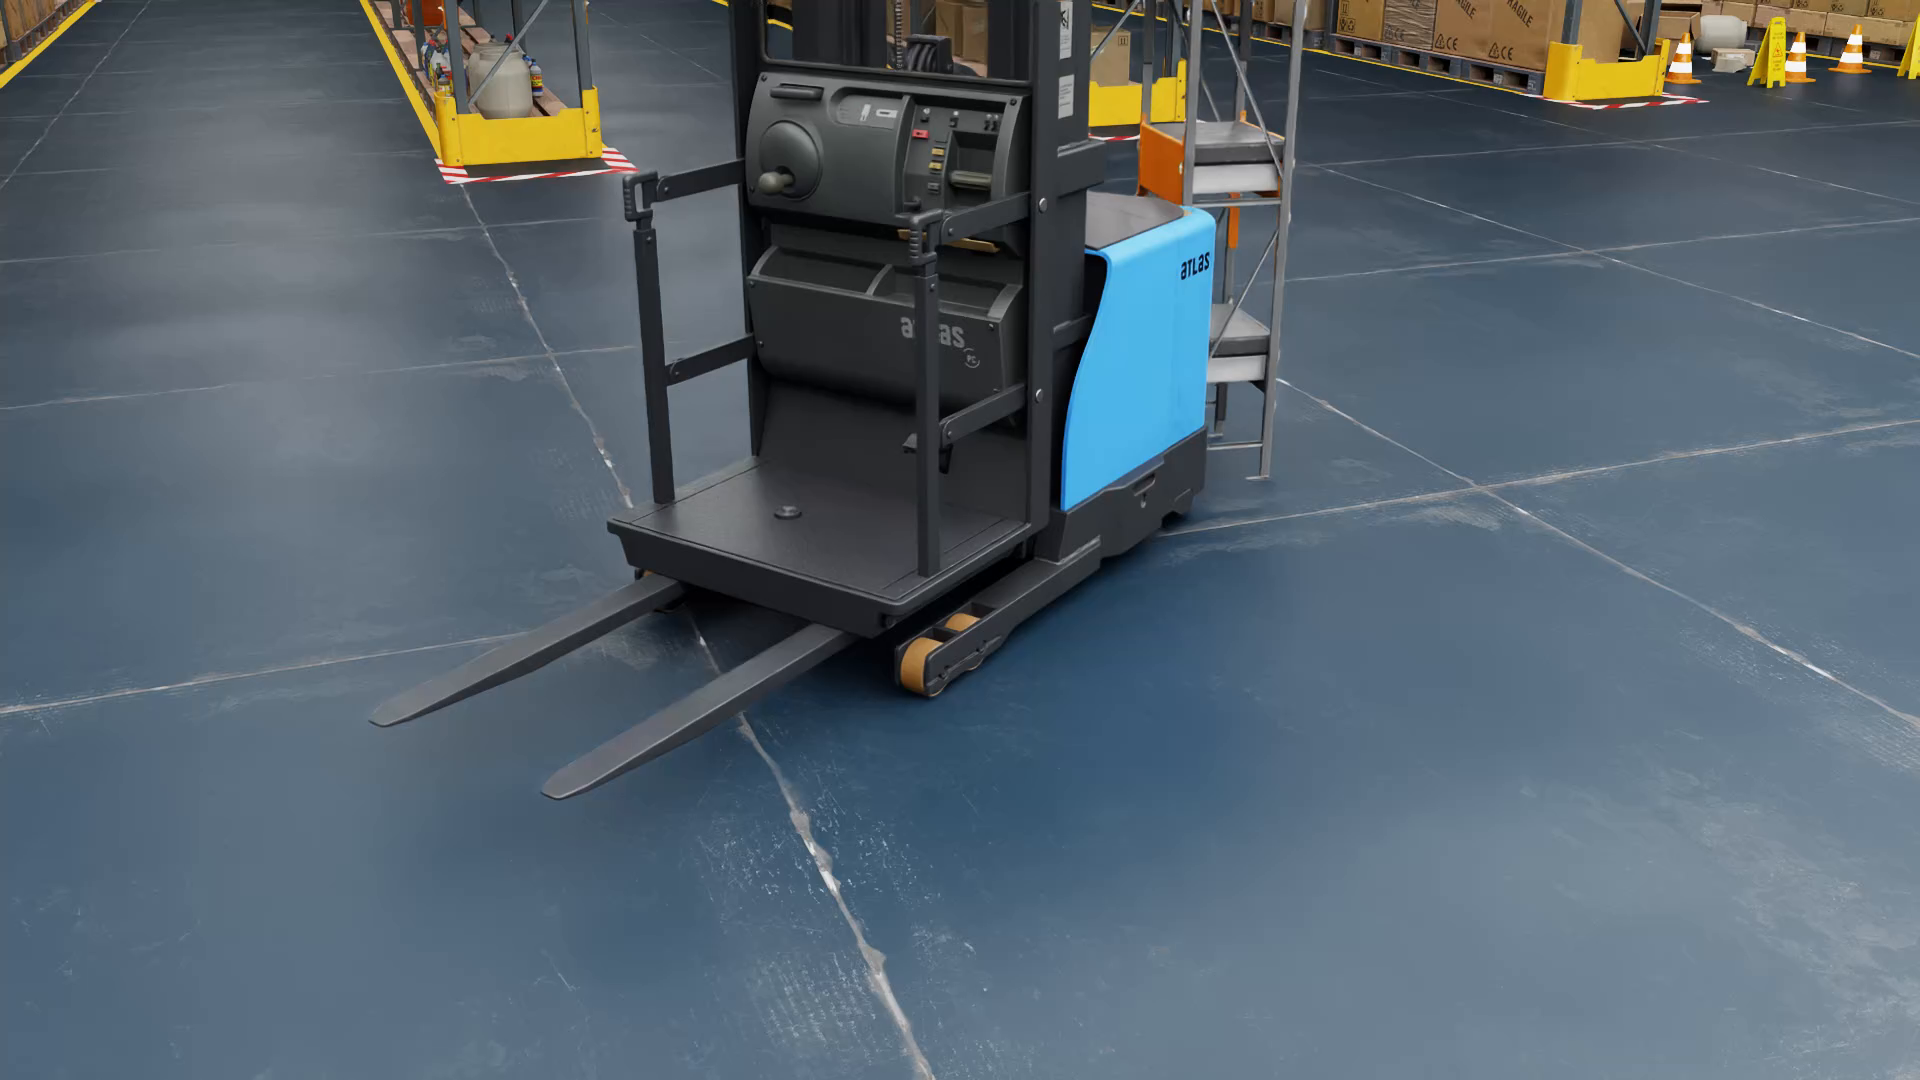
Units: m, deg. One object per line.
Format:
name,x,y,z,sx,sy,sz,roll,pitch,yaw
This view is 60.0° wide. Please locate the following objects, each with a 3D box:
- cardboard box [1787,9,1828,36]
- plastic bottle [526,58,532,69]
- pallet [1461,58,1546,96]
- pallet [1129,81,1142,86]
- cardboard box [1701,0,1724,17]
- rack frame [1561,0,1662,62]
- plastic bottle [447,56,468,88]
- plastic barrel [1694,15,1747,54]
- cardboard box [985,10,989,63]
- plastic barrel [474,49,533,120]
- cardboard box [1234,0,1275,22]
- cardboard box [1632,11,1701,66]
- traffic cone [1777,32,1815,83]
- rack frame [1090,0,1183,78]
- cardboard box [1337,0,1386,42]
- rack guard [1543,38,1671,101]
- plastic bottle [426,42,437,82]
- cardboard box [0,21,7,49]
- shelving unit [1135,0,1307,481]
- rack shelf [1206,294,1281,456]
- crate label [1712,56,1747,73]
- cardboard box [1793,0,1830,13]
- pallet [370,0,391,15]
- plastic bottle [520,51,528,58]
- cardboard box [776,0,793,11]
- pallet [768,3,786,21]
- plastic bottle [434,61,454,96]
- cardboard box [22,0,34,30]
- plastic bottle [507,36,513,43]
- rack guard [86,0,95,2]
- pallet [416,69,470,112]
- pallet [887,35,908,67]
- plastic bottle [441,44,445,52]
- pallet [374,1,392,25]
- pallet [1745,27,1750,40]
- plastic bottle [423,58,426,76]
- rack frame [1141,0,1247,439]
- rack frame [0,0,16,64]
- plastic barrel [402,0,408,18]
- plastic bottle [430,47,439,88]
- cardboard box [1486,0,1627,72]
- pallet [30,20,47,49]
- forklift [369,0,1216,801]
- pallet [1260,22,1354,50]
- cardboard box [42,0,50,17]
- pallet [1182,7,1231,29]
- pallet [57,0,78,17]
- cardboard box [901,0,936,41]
cardboard box,9.751,-5.864,18.801,0.500,0.250,0.500,-9,25,-21
plastic bottle,-3.720,-4.035,14.407,0.097,0.271,0.097,0,23,0
pallet,5.703,-4.581,16.348,1.003,0.211,1.213,-8,24,-19
pallet,1.102,-3.985,14.934,1.003,0.211,1.213,-8,24,-19
cardboard box,9.197,-6.431,20.145,0.500,0.250,0.500,-10,25,-21
rack frame,6.059,-5.587,15.143,1.000,3.000,0.127,-8,24,-19
plastic bottle,-4.420,-4.120,14.604,0.152,0.276,0.135,-8,24,-19
plastic barrel,8.508,-5.658,18.629,0.512,0.421,0.421,8,24,18
cardboard box,0.576,-4.865,16.109,0.500,0.500,0.500,-11,25,-24
plastic barrel,-3.554,-3.539,12.947,0.421,0.512,0.421,0,23,0
cardboard box,4.005,-6.761,20.285,1.050,0.750,0.750,-8,24,-19
cardboard box,7.665,-5.443,18.016,0.637,0.503,0.797,12,26,27
traffic cone,8.377,-4.837,16.630,0.336,0.463,0.334,-8,24,-19
rack frame,1.383,-4.943,13.615,1.000,3.000,0.127,-8,24,-19
cardboard box,4.803,-6.016,18.357,0.875,0.875,0.875,-8,24,-18
rack guard,6.068,-4.426,15.607,1.175,0.500,0.348,-8,24,-19
plastic bottle,-4.700,-4.280,14.887,0.144,0.351,0.185,-9,25,-21
cardboard box,-10.298,-5.261,17.369,0.500,0.250,0.500,-8,24,-18
shelving unit,0.919,-1.275,6.072,0.431,2.100,0.503,-5,23,-11
rack shelf,0.919,-0.618,6.350,0.431,0.518,0.480,-5,23,-11
crate label,8.041,-4.964,17.351,0.298,0.136,0.250,18,29,36
cardboard box,9.768,-6.203,18.640,0.500,0.500,0.500,-9,24,-20
pallet,-7.786,-7.600,23.511,1.003,0.211,1.213,-8,24,-19
plastic bottle,-3.931,-4.223,14.848,0.152,0.276,0.135,-8,24,-18
cardboard box,-1.667,-7.318,21.445,1.225,0.875,0.875,-10,25,-21
pallet,-2.078,-7.304,22.808,1.003,0.211,1.213,-8,24,-19
plastic bottle,-4.373,-3.913,14.113,0.152,0.276,0.135,-8,24,-19
cardboard box,-10.968,-6.120,19.059,0.500,0.500,0.500,-9,24,-20
plastic bottle,-4.099,-4.435,15.253,0.144,0.351,0.185,-10,25,-22
rack guard,-13.511,-8.219,24.607,1.175,0.500,0.348,-8,24,-19
pallet,-4.465,-4.182,15.400,1.003,0.211,1.213,-8,24,-19
pallet,-0.306,-5.394,18.276,1.003,0.211,1.213,-8,24,-19
plastic bottle,-4.722,-4.393,15.241,0.061,0.283,0.133,-8,24,-19
pallet,-7.256,-7.052,22.211,1.003,0.211,1.213,-8,24,-19
pallet,9.511,-6.232,20.264,1.003,0.211,1.213,-8,24,-19
plastic bottle,-4.889,-4.380,15.316,0.097,0.201,0.097,0,23,0
rack frame,0.868,-1.368,6.292,0.400,2.100,0.015,-5,23,-11
rack frame,-10.712,-6.492,17.290,1.000,3.000,0.127,-8,24,-19
plastic barrel,-6.548,-6.585,20.175,0.421,0.512,0.421,0,23,0
plastic bottle,-4.550,-4.125,14.520,0.144,0.351,0.185,-9,24,-19
cardboard box,5.758,-5.038,16.037,0.875,0.875,0.875,-8,24,-19
pallet,-11.367,-5.926,19.538,1.003,0.211,1.213,-8,24,-19
forklift,-0.351,-1.117,4.627,1.130,2.935,3.031,15,27,31
pallet,4.303,-6.025,19.773,1.003,0.211,1.213,-8,24,-19
cardboard box,-11.516,-6.675,20.378,0.500,0.500,0.500,-8,24,-19
pallet,3.441,-6.912,21.877,1.003,0.211,1.213,-8,24,-19
pallet,-12.801,-7.354,22.926,1.003,0.211,1.213,-8,24,-19
cardboard box,-0.227,-5.673,18.000,0.700,0.500,0.500,-10,25,-23
